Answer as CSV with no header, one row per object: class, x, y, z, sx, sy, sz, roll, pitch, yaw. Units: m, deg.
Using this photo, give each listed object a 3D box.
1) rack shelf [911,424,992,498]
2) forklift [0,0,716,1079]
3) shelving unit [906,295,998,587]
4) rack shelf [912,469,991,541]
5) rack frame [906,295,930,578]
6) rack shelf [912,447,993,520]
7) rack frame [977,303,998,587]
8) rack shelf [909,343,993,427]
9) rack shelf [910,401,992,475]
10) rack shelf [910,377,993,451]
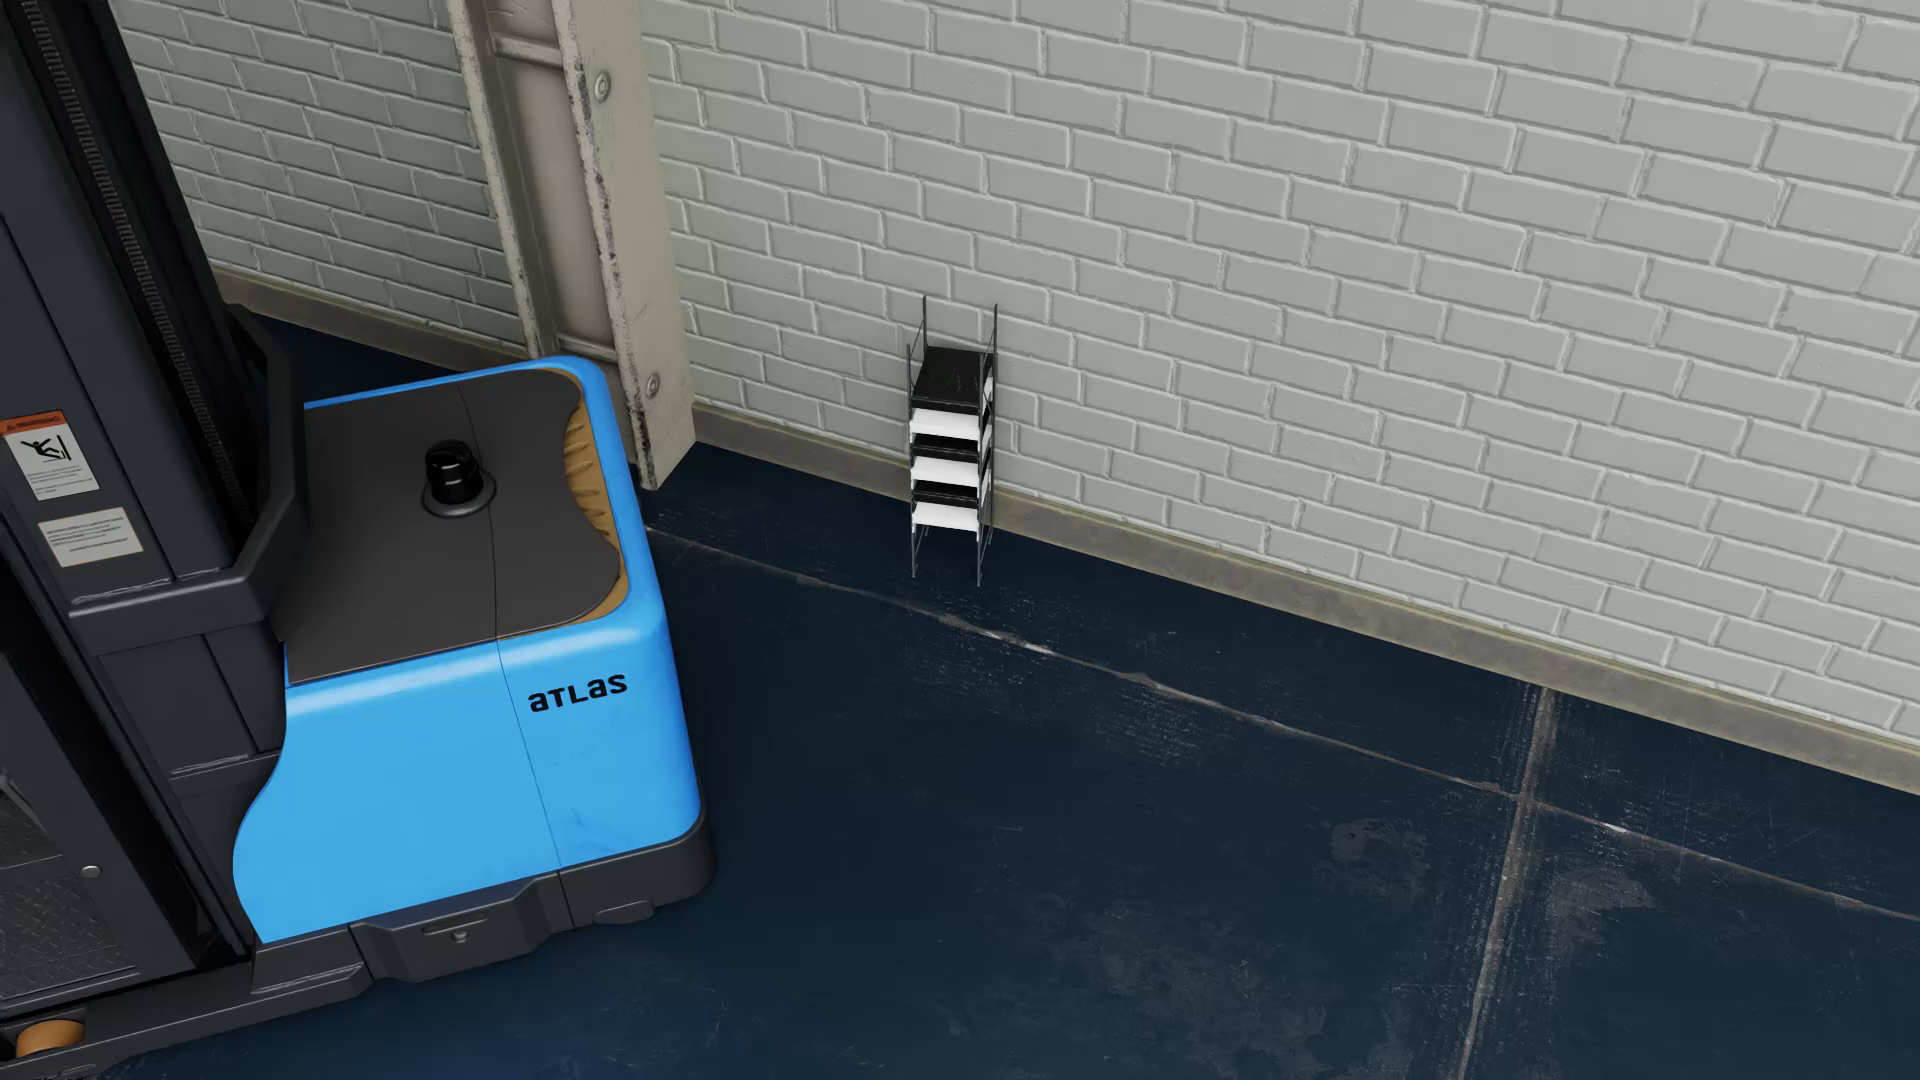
rack shelf,-0.021,-0.249,4.909,0.200,0.077,0.258,8,45,8
forklift,-2.207,-0.127,3.299,3.031,2.935,1.130,-13,46,-12
shelving unit,-0.021,-0.273,4.886,0.210,0.900,0.258,8,45,8
rack shelf,-0.021,-0.121,5.036,0.200,0.077,0.258,8,45,8
rack frame,-0.121,-0.286,4.900,0.006,0.900,0.240,8,45,8
rack shelf,-0.021,-0.185,4.973,0.200,0.077,0.258,8,45,8
rack frame,0.079,-0.259,4.872,0.006,0.900,0.240,8,45,8
rack shelf,-0.020,-0.440,4.719,0.200,0.077,0.258,8,45,8
rack shelf,-0.021,-0.313,4.846,0.200,0.077,0.258,8,45,8
rack shelf,-0.021,-0.377,4.783,0.200,0.077,0.258,8,45,8
